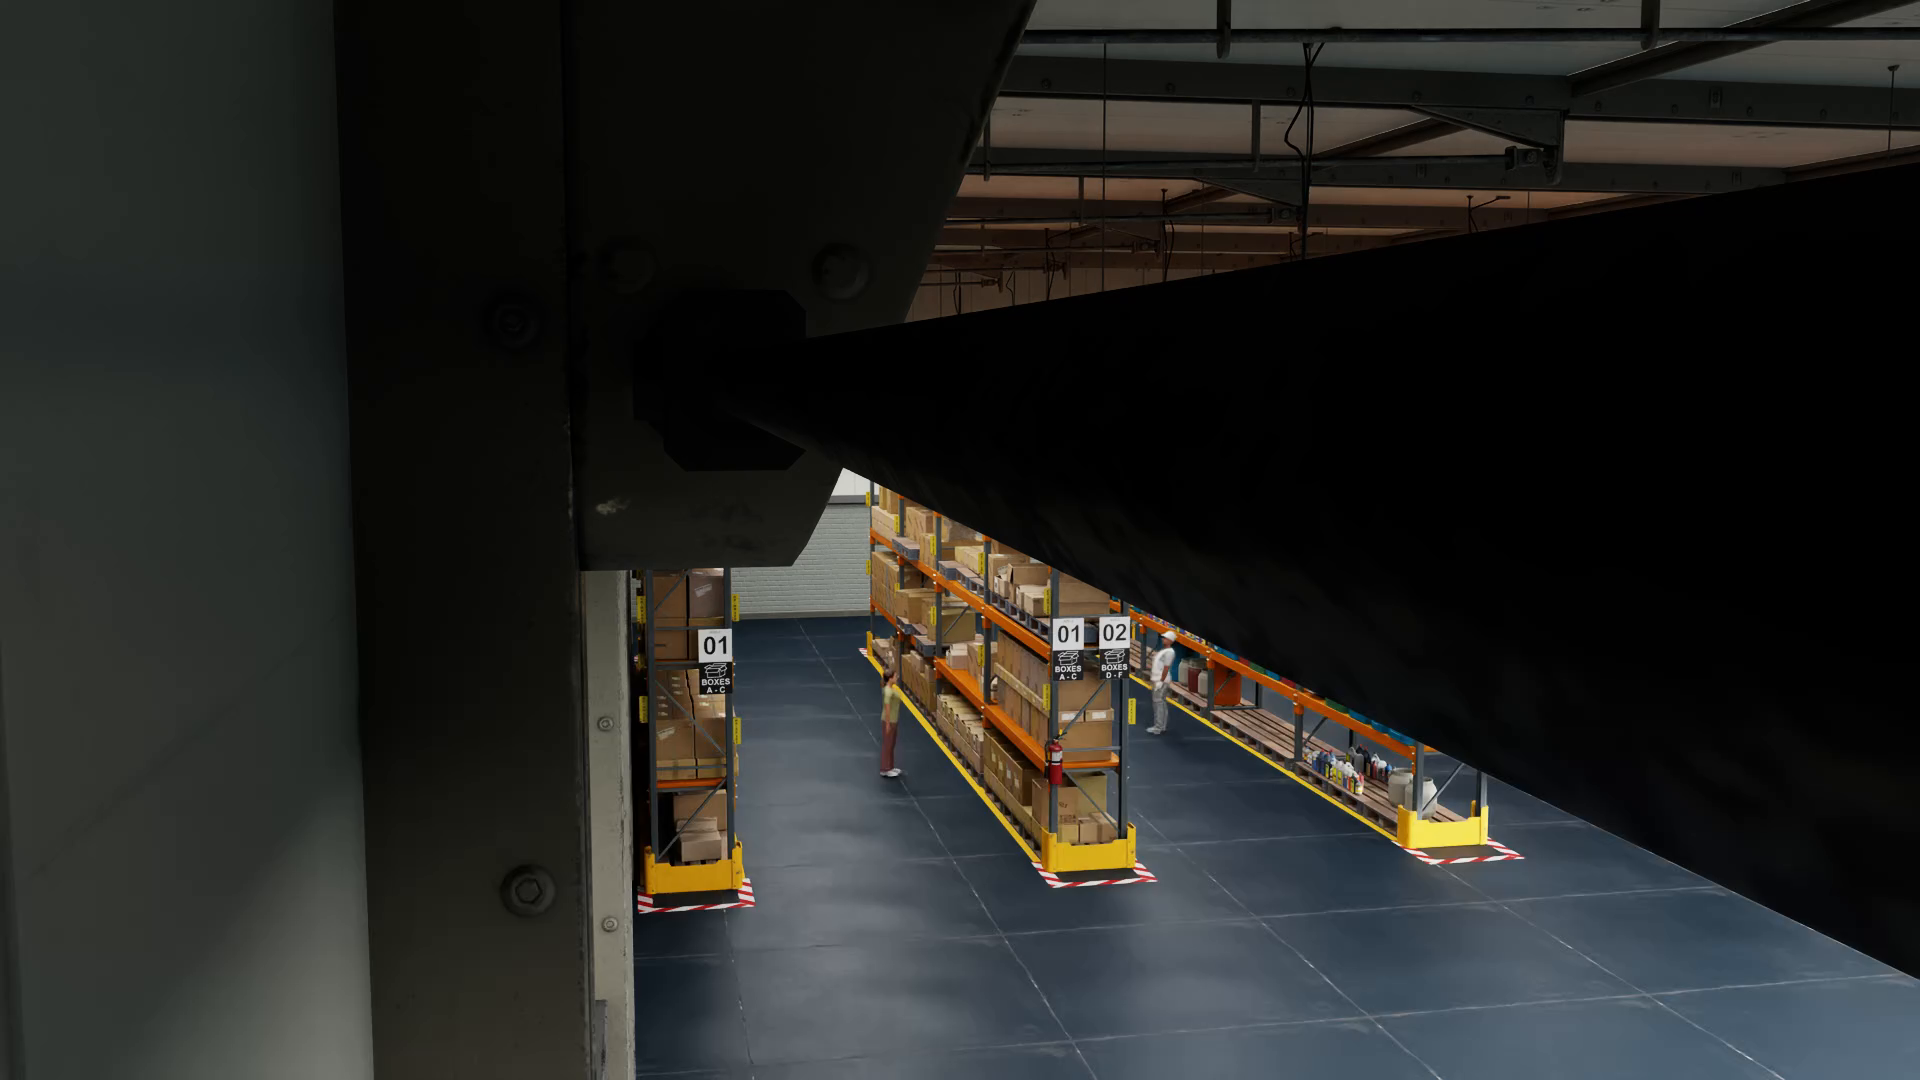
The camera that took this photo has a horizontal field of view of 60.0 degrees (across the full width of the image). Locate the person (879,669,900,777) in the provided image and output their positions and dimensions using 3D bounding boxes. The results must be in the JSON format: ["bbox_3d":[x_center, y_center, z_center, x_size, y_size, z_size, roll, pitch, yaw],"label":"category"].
[{"bbox_3d":[-1.084,2.817,25.702,0.333,1.681,0.518,0,6,-3],"label":"person"}]

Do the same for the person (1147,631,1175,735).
[{"bbox_3d":[3.484,2.460,28.736,0.488,1.775,0.599,1,6,14],"label":"person"}]

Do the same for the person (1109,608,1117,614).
[{"bbox_3d":[3.815,1.221,40.769,0.630,1.812,0.535,-2,6,-17],"label":"person"}]
